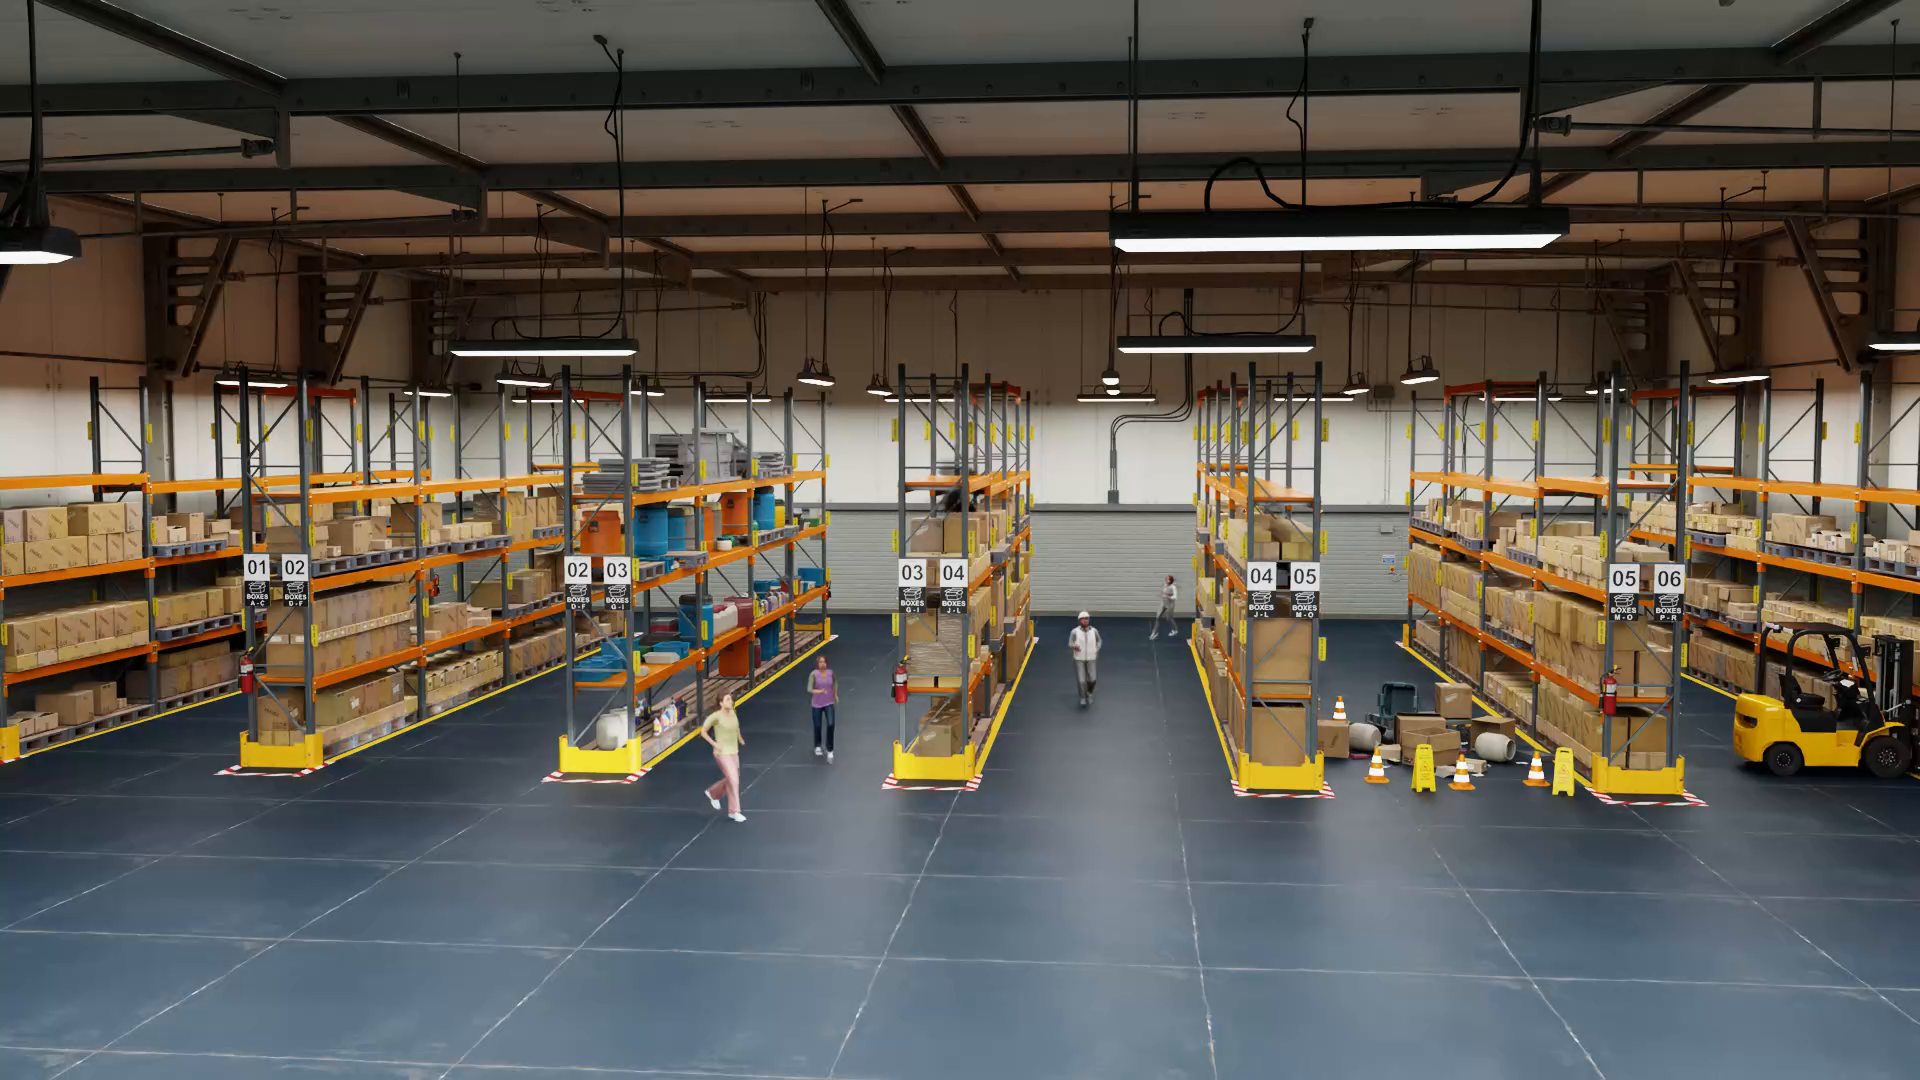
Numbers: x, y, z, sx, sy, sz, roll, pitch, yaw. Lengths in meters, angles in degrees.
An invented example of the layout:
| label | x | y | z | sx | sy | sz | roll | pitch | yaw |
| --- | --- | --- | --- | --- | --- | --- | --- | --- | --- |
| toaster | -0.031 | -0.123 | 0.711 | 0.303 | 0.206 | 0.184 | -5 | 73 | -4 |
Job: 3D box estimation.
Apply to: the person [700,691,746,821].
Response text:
| label | x | y | z | sx | sy | sz | roll | pitch | yaw |
| --- | --- | --- | --- | --- | --- | --- | --- | --- | --- |
| person | -3.078 | 2.789 | 21.621 | 0.760 | 1.663 | 0.586 | 3 | 5 | 36 |

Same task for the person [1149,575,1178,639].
| label | x | y | z | sx | sy | sz | roll | pitch | yaw |
| --- | --- | --- | --- | --- | --- | --- | --- | --- | --- |
| person | 5.080 | 1.623 | 40.395 | 0.825 | 1.582 | 0.601 | -3 | 5 | -38 |

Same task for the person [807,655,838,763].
| label | x | y | z | sx | sy | sz | roll | pitch | yaw |
| --- | --- | --- | --- | --- | --- | --- | --- | --- | --- |
| person | -2.092 | 2.567 | 25.428 | 0.504 | 1.638 | 0.711 | -1 | 4 | -12 |

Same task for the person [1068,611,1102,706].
| label | x | y | z | sx | sy | sz | roll | pitch | yaw |
| --- | --- | --- | --- | --- | --- | --- | --- | --- | --- |
| person | 2.300 | 2.177 | 30.354 | 0.647 | 1.735 | 0.602 | 0 | 4 | -3 |
